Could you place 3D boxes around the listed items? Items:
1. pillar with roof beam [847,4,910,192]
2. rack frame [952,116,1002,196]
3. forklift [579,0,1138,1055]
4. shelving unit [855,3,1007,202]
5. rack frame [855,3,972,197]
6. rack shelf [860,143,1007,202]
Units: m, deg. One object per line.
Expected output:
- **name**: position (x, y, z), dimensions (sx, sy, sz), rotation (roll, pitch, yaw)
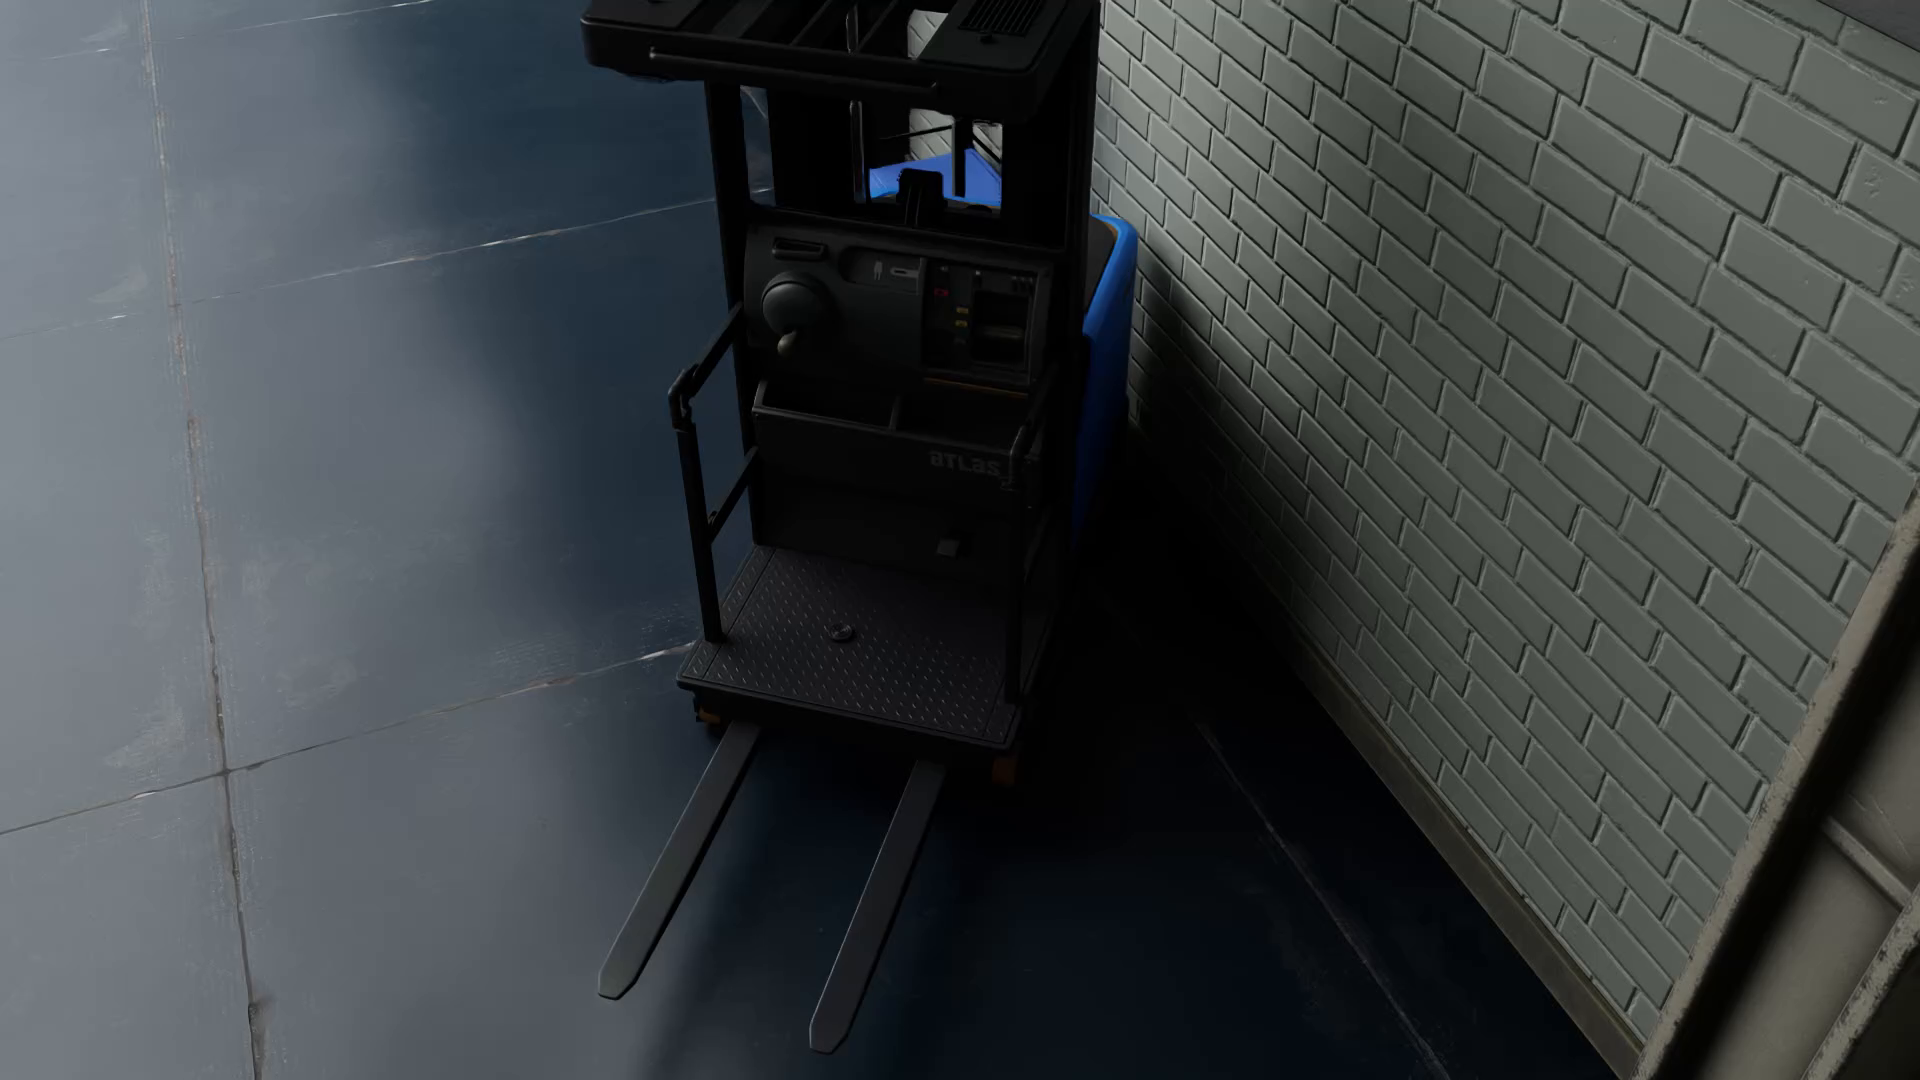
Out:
- **pillar with roof beam**: position (-4.435, -4.222, 4.258), dimensions (9.100, 9.000, 0.400), rotation (-15, 43, -17)
- **rack frame**: position (0.208, -1.130, 6.411), dimensions (0.500, 1.500, 0.032), rotation (-15, 43, -17)
- **forklift**: position (-0.243, -0.606, 4.707), dimensions (1.130, 2.935, 3.031), rotation (10, 42, 12)
- **shelving unit**: position (0.012, -1.435, 6.767), dimensions (0.538, 1.500, 1.048), rotation (-15, 43, -17)
- **rack frame**: position (-0.184, -1.741, 7.123), dimensions (0.500, 1.500, 0.032), rotation (-15, 43, -17)
- **rack shelf**: position (0.013, -1.299, 6.884), dimensions (0.538, 0.185, 1.000), rotation (-15, 43, -17)
